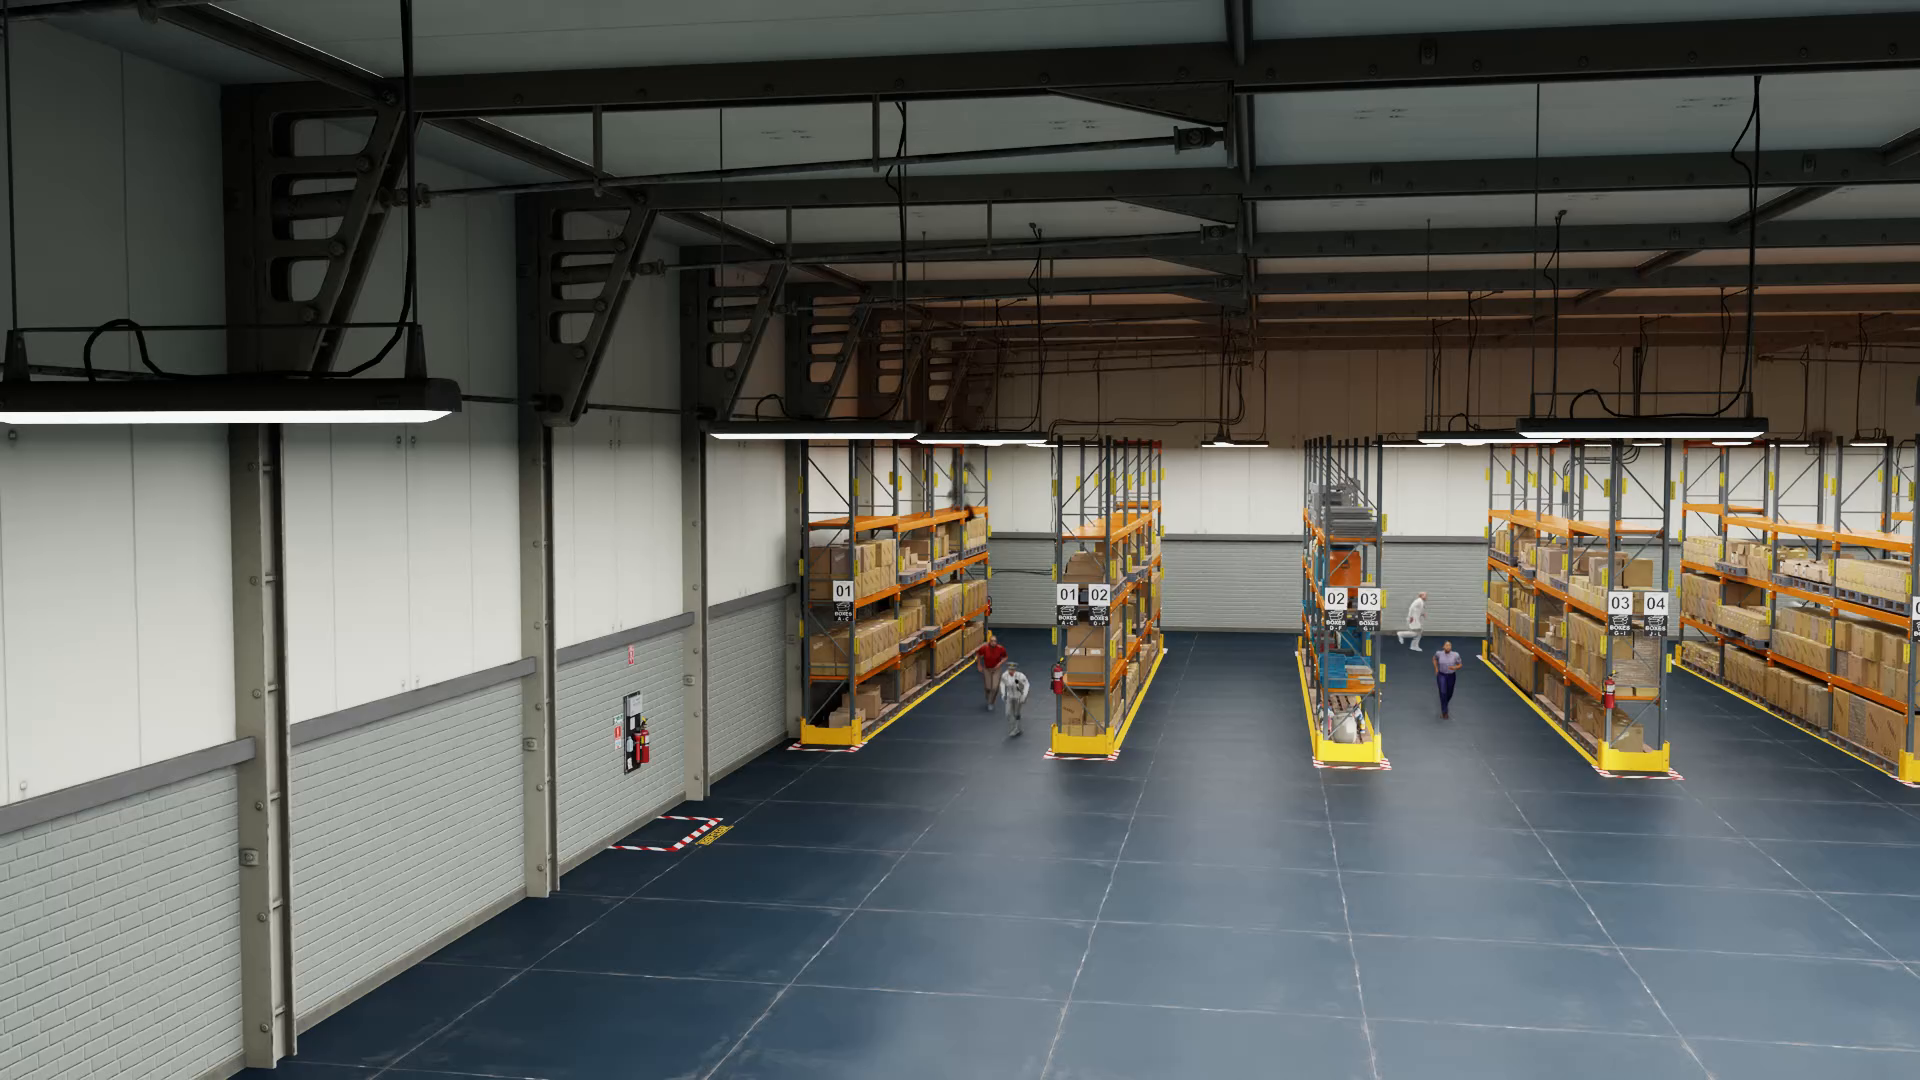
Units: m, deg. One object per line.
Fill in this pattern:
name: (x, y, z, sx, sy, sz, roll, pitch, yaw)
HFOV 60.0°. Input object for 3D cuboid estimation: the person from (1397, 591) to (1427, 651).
person: (12.949, 2.318, 47.607, 0.815, 1.718, 0.706, 1, 3, 16)

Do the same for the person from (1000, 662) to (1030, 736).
person: (1.129, 3.178, 33.523, 0.626, 1.512, 0.964, 1, 3, 15)

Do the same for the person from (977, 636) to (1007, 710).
person: (0.707, 2.928, 36.752, 0.654, 1.659, 0.760, 0, 3, -7)

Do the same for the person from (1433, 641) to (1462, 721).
person: (10.450, 2.921, 35.647, 0.560, 1.550, 0.999, 0, 3, 4)

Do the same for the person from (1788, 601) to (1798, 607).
person: (21.632, 2.515, 43.181, 0.666, 1.851, 0.766, 0, 3, -9)
